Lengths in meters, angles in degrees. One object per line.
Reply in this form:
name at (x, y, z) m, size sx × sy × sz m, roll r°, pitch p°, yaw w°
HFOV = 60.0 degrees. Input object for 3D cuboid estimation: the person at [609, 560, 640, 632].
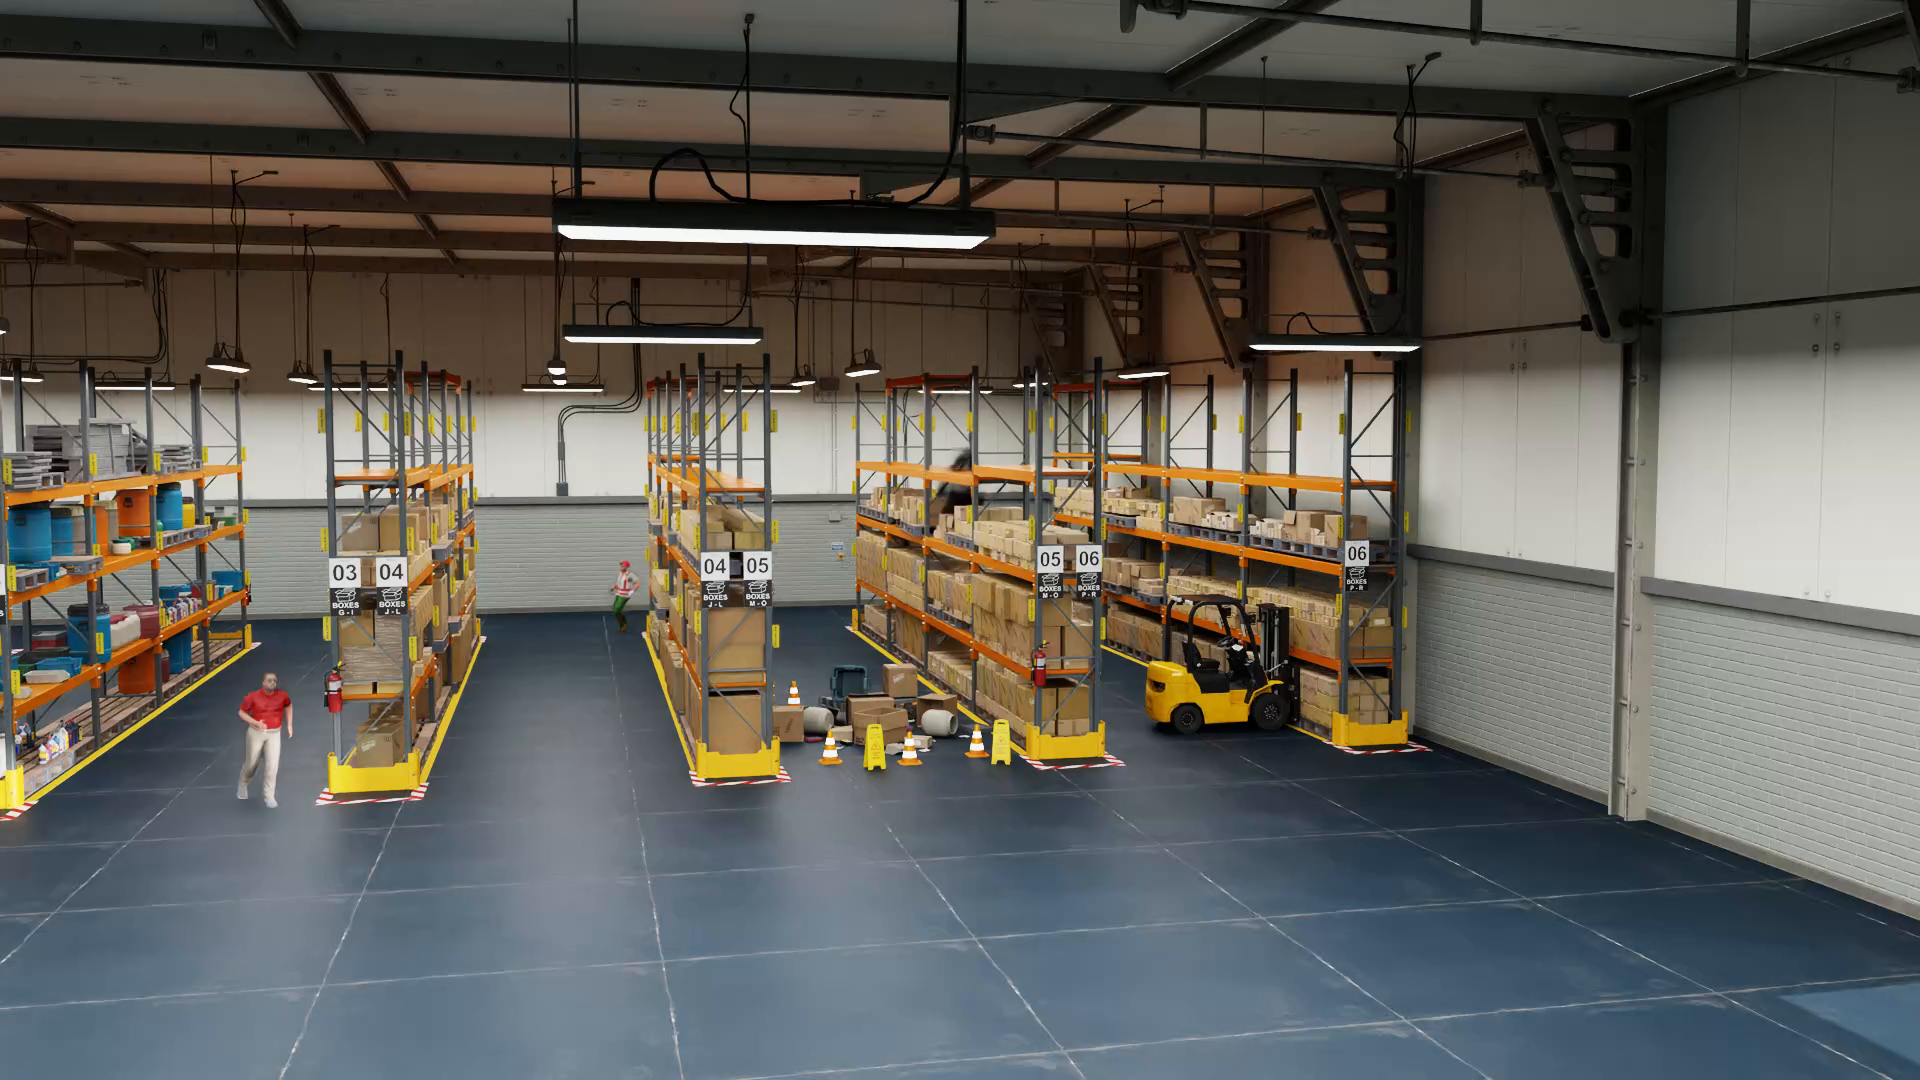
person at (-8.115, 1.358, 39.946) m, size 0.723 × 1.748 × 0.574 m, roll 4°, pitch 5°, yaw 42°

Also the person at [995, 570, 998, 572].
person at (0.727, 1.489, 38.072) m, size 0.613 × 1.677 × 0.922 m, roll -2°, pitch 4°, yaw -23°

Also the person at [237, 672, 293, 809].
person at (-9.169, 2.624, 22.019) m, size 0.709 × 1.760 × 0.869 m, roll -3°, pitch 5°, yaw -36°
